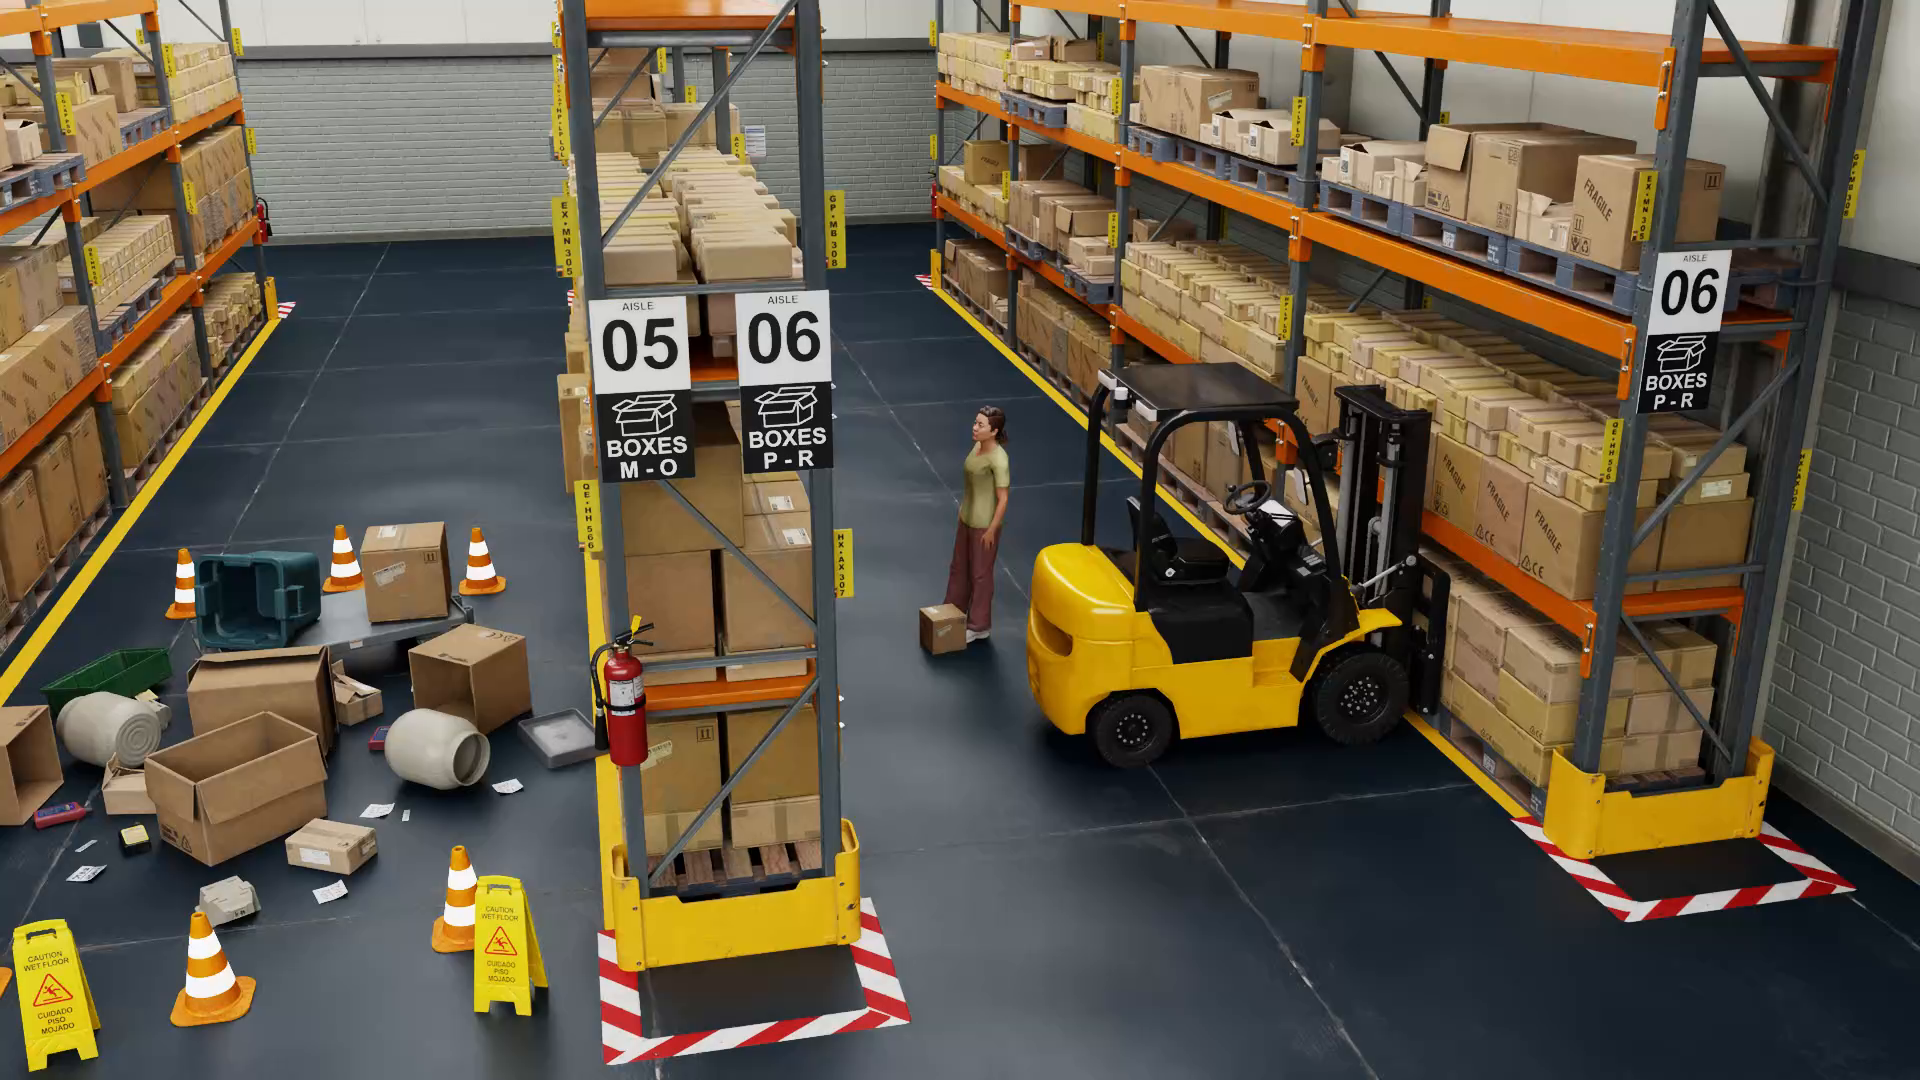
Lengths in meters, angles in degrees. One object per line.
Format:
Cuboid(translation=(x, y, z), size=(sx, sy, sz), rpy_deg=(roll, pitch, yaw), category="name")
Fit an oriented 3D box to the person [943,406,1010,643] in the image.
Cuboid(translation=(0.070, -0.103, 11.334), size=(0.548, 1.673, 0.554), rpy_deg=(-7, 21, -20), category="person")
